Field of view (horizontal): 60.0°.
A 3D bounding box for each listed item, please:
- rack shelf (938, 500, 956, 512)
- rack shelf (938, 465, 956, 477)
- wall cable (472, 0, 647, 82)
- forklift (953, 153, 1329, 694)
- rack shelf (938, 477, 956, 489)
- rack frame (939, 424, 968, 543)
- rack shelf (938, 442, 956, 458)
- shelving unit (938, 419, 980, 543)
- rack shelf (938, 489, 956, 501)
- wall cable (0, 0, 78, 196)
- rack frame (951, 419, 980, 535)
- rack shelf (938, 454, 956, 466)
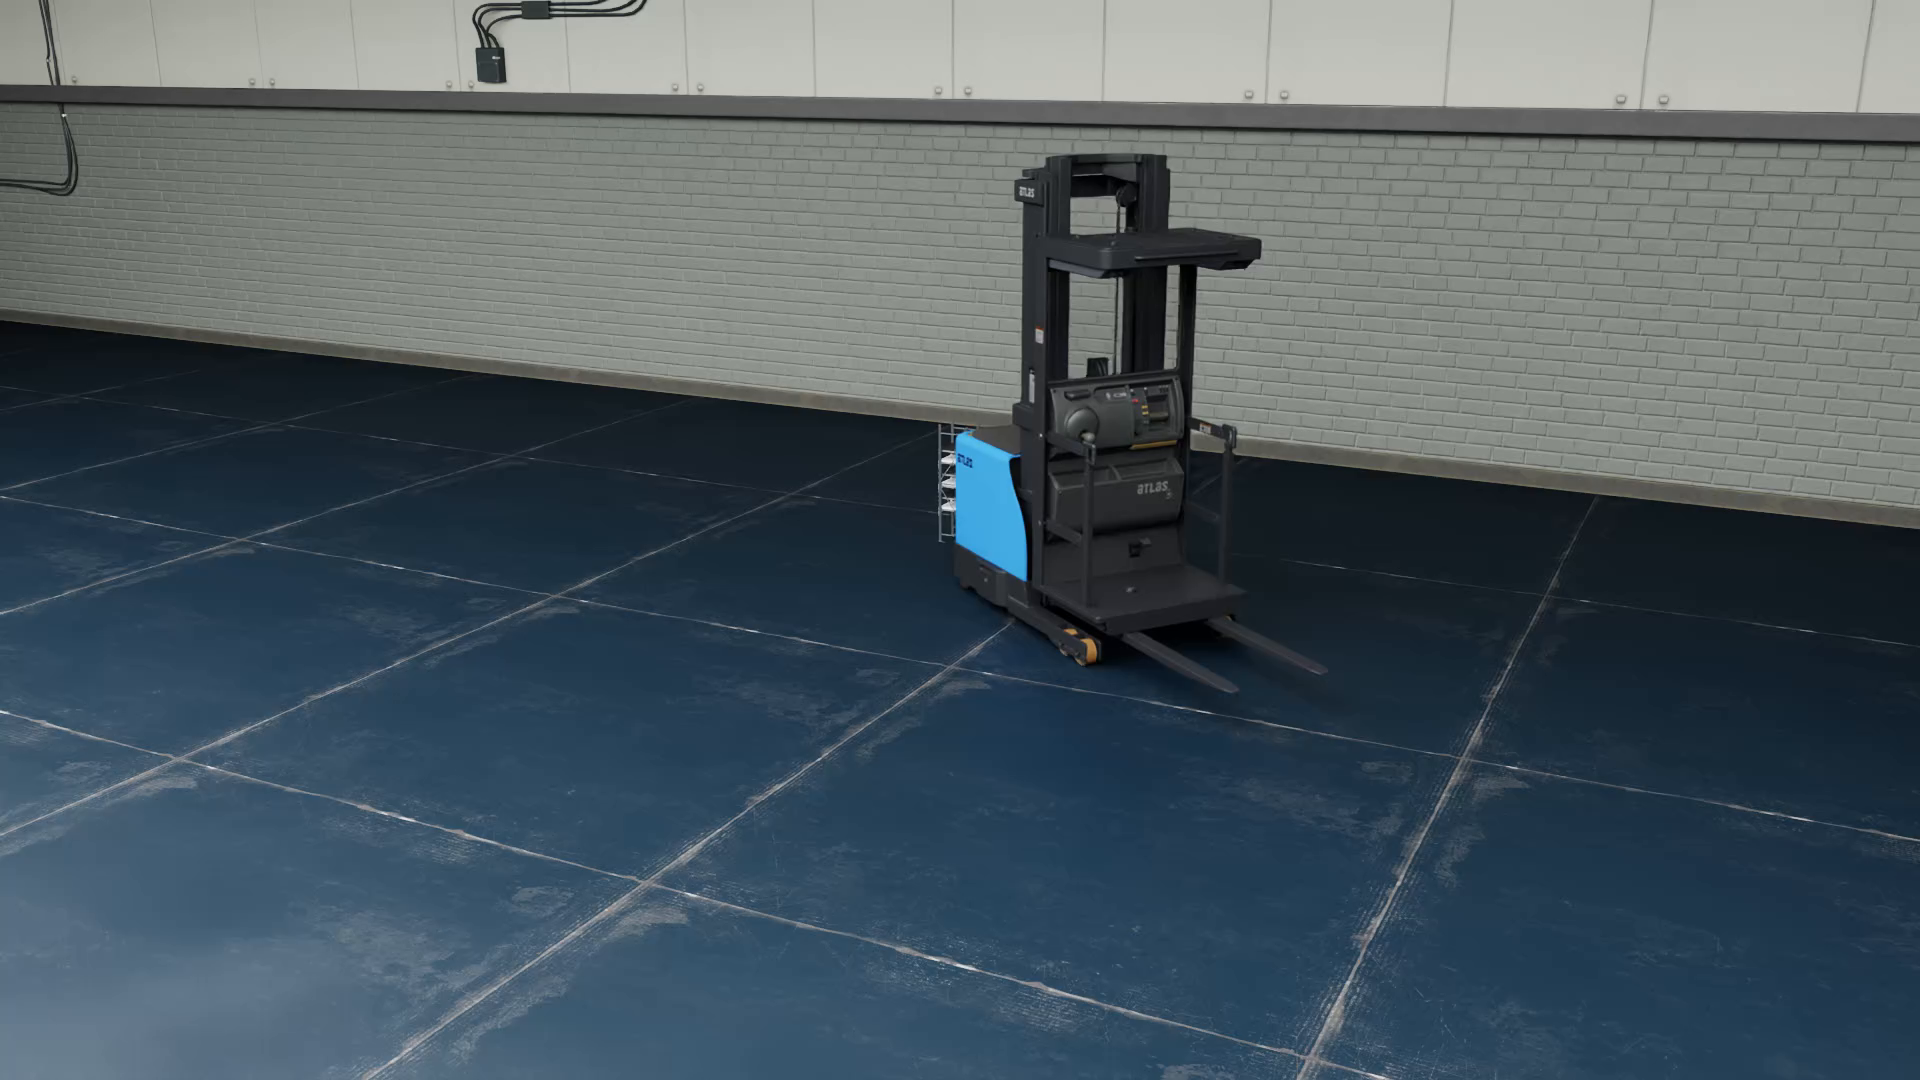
[{"bbox_3d":[-0.004,-0.225,12.450,0.258,0.077,0.200,8,18,25],"label":"rack shelf"},{"bbox_3d":[-0.004,-0.484,12.373,0.258,0.077,0.200,8,18,25],"label":"rack shelf"},{"bbox_3d":[-4.120,-7.649,16.500,2.305,6.003,0.169,8,18,25],"label":"wall cable"},{"bbox_3d":[1.072,-0.795,10.052,1.130,2.935,3.031,-8,18,-26],"label":"forklift"},{"bbox_3d":[-0.004,-0.397,12.399,0.258,0.077,0.200,8,18,25],"label":"rack shelf"},{"bbox_3d":[-0.049,-0.403,12.302,0.240,0.900,0.006,8,18,25],"label":"rack frame"},{"bbox_3d":[-0.004,-0.656,12.322,0.258,0.077,0.200,8,18,25],"label":"rack shelf"},{"bbox_3d":[-0.004,-0.429,12.389,0.258,0.900,0.210,8,18,25],"label":"shelving unit"},{"bbox_3d":[-0.004,-0.311,12.424,0.258,0.077,0.200,8,18,25],"label":"rack shelf"},{"bbox_3d":[-12.606,-5.742,21.506,3.097,2.526,0.112,8,18,25],"label":"wall cable"},{"bbox_3d":[0.042,-0.455,12.476,0.240,0.900,0.006,8,18,25],"label":"rack frame"},{"bbox_3d":[-0.004,-0.570,12.348,0.258,0.077,0.200,8,18,25],"label":"rack shelf"}]
